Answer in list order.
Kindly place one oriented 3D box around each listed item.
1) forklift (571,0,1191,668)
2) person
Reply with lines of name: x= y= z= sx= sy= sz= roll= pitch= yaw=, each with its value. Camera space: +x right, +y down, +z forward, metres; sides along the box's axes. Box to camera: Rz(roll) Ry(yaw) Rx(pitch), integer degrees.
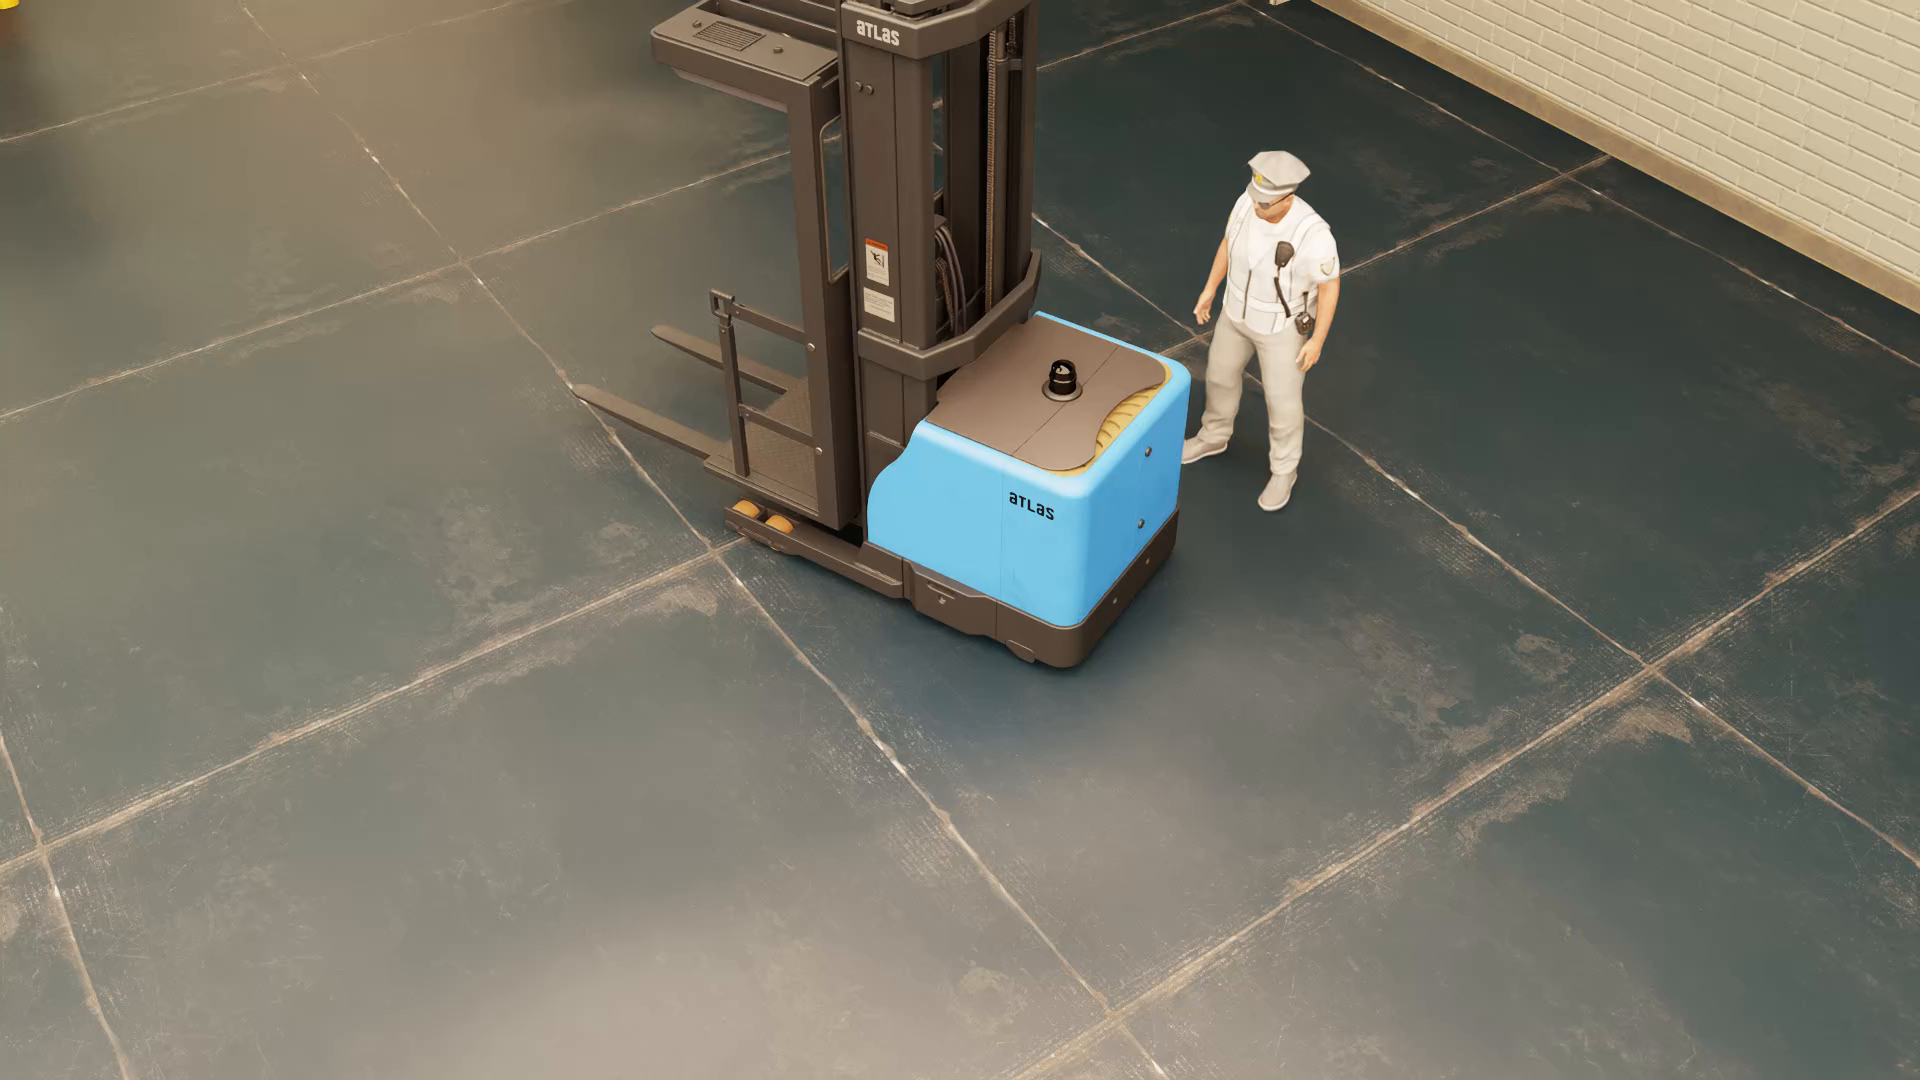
forklift: x=-0.511 y=-1.302 z=7.129 sx=3.031 sy=2.935 sz=1.130 roll=24 pitch=48 yaw=24
person: x=1.401 y=-1.007 z=7.683 sx=0.476 sy=1.756 sz=0.674 roll=-34 pitch=52 yaw=-31
